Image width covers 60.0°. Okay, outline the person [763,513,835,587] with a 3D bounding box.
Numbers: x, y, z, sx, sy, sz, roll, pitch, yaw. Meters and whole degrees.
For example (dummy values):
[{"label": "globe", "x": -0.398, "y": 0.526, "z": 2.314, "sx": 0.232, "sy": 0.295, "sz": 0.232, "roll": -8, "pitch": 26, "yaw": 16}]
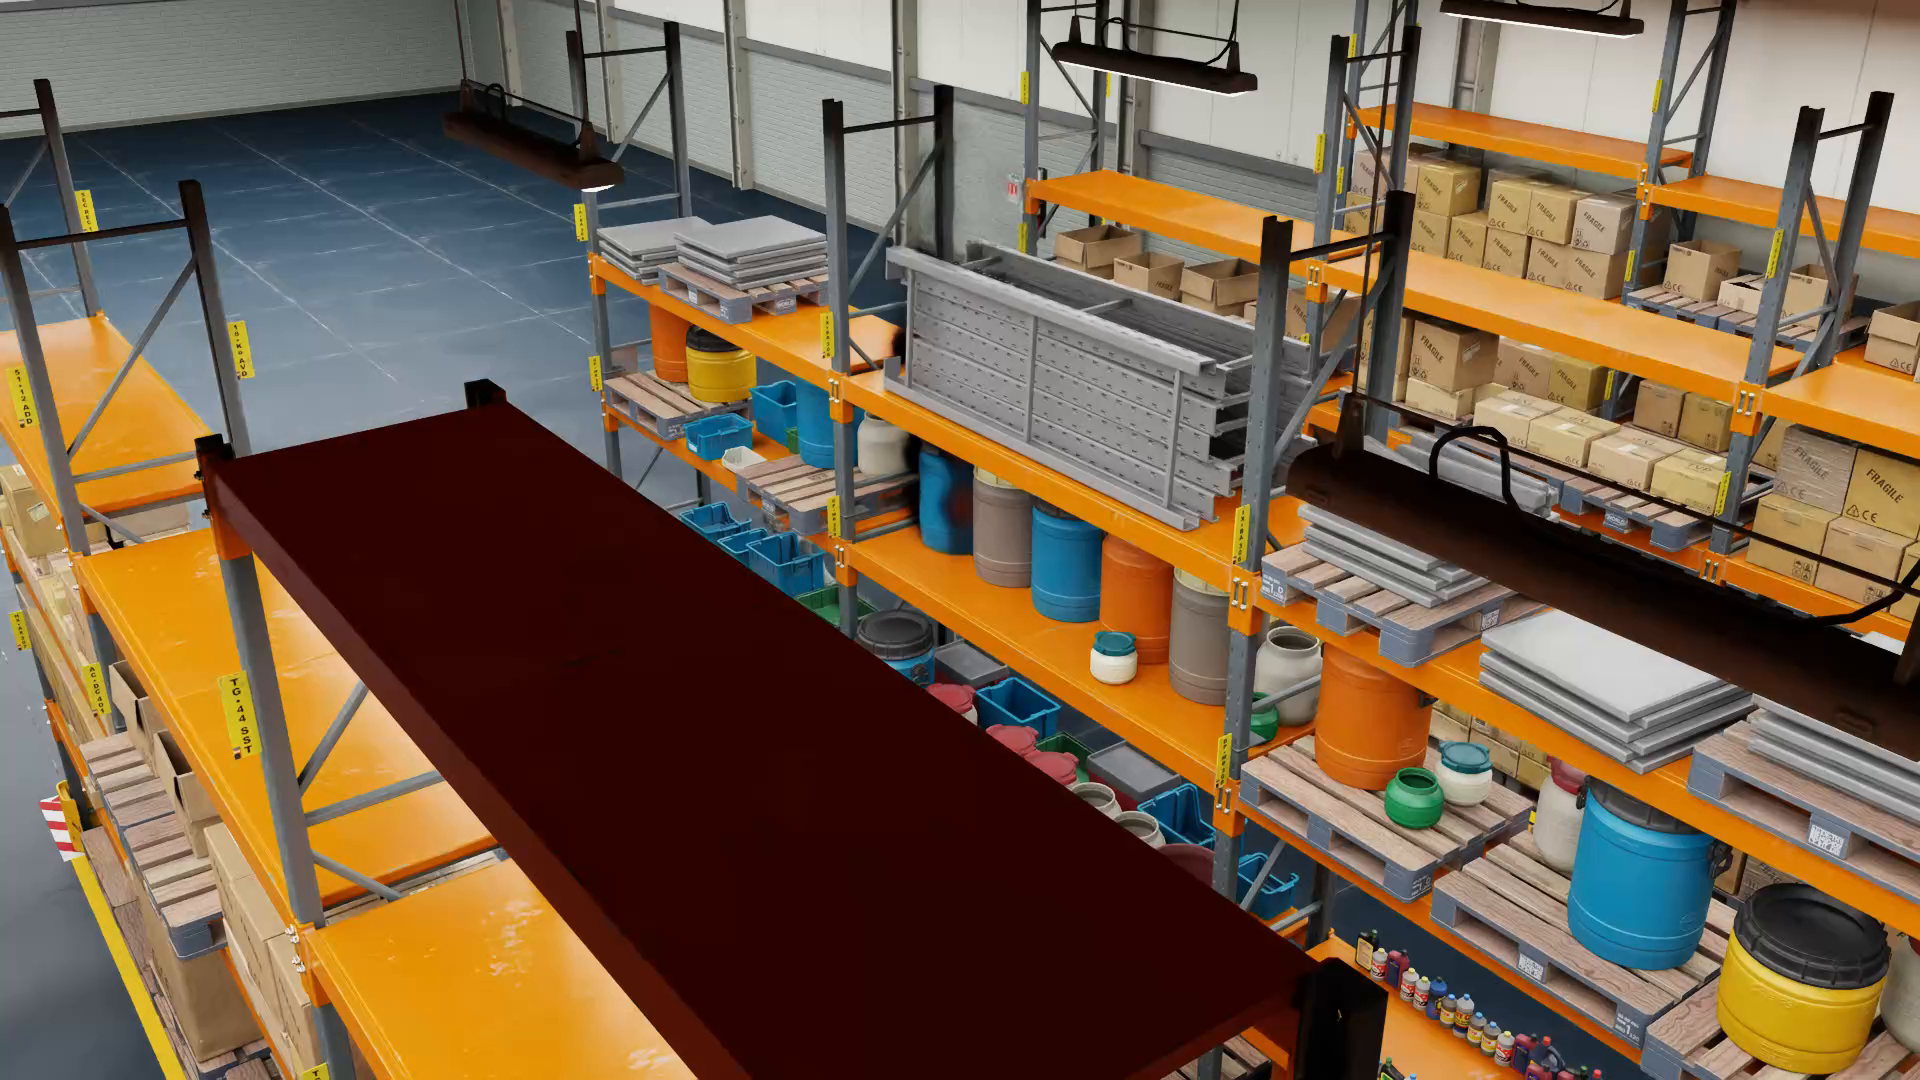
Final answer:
[{"label": "person", "x": -1.756, "y": -0.064, "z": 17.190, "sx": 0.810, "sy": 1.691, "sz": 0.674, "roll": 12, "pitch": 27, "yaw": 23}]
